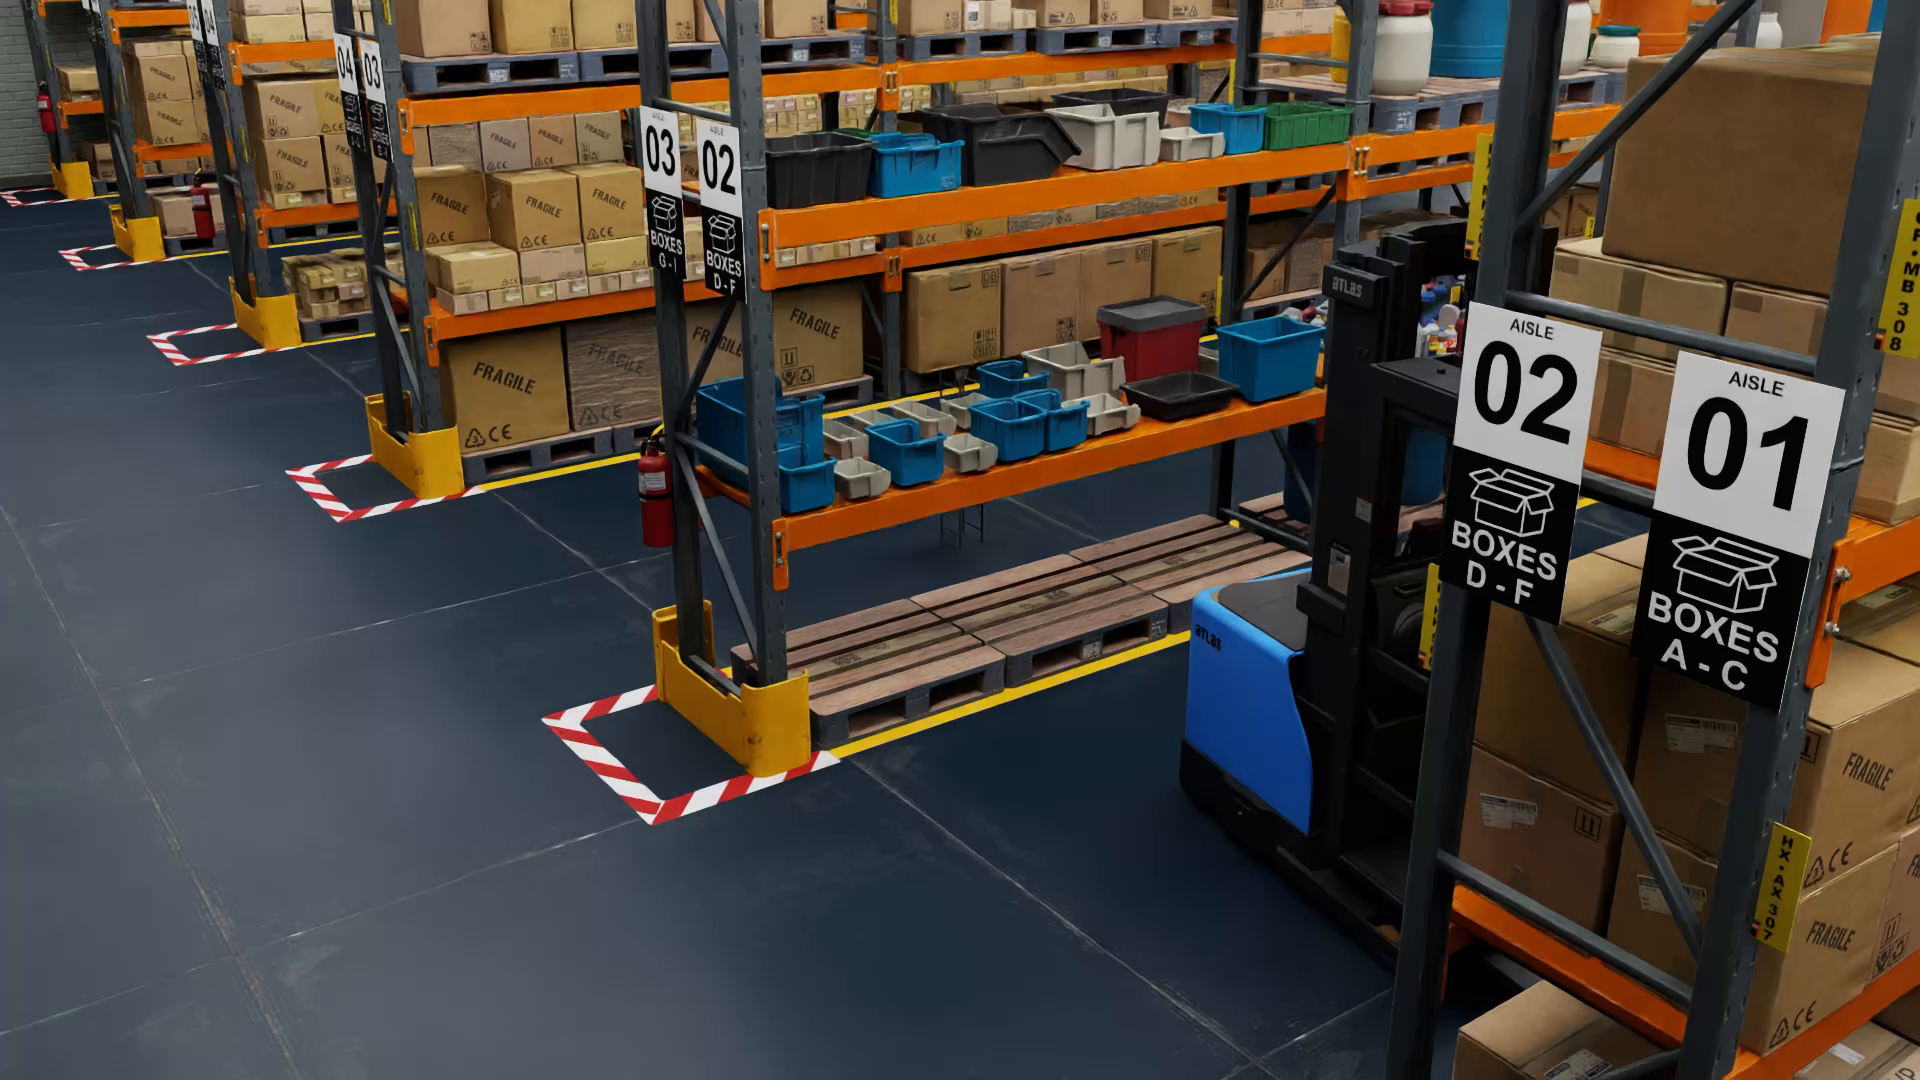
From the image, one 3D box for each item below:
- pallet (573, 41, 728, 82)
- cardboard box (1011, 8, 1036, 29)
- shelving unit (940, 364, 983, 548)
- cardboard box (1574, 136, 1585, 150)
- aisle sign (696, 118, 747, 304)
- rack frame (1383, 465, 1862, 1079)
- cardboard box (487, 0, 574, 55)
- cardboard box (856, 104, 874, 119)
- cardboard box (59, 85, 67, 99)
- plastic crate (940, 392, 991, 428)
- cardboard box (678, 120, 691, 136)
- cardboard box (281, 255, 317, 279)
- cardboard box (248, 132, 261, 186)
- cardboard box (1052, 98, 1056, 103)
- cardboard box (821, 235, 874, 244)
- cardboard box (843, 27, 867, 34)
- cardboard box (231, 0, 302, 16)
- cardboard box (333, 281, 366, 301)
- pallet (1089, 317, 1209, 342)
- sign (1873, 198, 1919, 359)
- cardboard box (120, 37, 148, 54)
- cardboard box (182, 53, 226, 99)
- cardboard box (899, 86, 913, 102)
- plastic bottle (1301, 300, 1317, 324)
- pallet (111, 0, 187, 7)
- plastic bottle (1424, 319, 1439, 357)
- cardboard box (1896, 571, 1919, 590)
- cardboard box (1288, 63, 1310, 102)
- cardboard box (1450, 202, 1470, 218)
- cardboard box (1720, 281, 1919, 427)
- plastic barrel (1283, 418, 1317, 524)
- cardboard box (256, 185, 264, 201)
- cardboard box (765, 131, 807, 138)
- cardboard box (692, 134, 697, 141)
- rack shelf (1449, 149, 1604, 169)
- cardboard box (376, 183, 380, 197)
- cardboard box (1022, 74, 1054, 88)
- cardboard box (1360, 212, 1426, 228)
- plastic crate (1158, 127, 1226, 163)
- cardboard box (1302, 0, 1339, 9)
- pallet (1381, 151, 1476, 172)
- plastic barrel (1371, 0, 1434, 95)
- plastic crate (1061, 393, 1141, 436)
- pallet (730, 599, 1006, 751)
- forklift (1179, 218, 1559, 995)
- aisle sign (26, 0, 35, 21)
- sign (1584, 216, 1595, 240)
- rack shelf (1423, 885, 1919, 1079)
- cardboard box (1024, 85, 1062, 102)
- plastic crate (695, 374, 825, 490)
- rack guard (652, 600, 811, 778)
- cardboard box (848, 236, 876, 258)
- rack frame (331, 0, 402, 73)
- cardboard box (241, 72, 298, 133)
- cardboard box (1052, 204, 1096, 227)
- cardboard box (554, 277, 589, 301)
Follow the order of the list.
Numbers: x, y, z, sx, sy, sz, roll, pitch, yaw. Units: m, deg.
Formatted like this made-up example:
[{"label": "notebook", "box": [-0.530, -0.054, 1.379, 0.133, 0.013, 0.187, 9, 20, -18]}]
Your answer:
[{"label": "pallet", "box": [-2.514, -3.676, 12.633, 1.213, 0.211, 1.003, -15, 26, -33]}, {"label": "cardboard box", "box": [0.442, -4.509, 14.374, 0.250, 0.149, 0.380, -16, 27, -35]}, {"label": "shelving unit", "box": [0.012, -0.560, 11.182, 0.189, 1.200, 0.258, -15, 26, -33]}, {"label": "cardboard box", "box": [6.990, -4.609, 19.239, 0.250, 0.149, 0.380, -15, 26, -33]}, {"label": "aisle sign", "box": [-1.093, -1.507, 7.618, 0.004, 0.787, 0.394, -15, 26, -33]}, {"label": "rack frame", "box": [1.681, 1.087, 4.626, 0.127, 3.000, 1.000, -15, 26, -33]}, {"label": "cardboard box", "box": [-3.183, -3.790, 11.963, 0.500, 0.500, 0.700, -16, 27, -35]}, {"label": "cardboard box", "box": [-1.188, -4.943, 19.107, 0.250, 0.149, 0.380, -15, 26, -33]}, {"label": "cardboard box", "box": [-12.678, -6.404, 23.737, 0.250, 0.149, 0.380, -15, 26, -33]}, {"label": "plastic crate", "box": [0.033, -0.737, 9.470, 0.250, 0.136, 0.298, -15, 26, -33]}, {"label": "cardboard box", "box": [-3.080, -4.438, 17.841, 0.250, 0.149, 0.380, -14, 26, -32]}, {"label": "cardboard box", "box": [-6.634, -2.747, 16.710, 0.250, 0.149, 0.380, -15, 26, -32]}, {"label": "cardboard box", "box": [-6.701, -3.768, 16.255, 0.500, 0.500, 0.500, -14, 26, -32]}, {"label": "cardboard box", "box": [1.259, -3.845, 15.496, 0.637, 0.503, 0.797, -14, 26, -32]}, {"label": "cardboard box", "box": [-1.059, -2.654, 13.802, 0.500, 0.250, 0.500, -15, 26, -34]}, {"label": "cardboard box", "box": [-1.638, -7.353, 24.672, 0.500, 0.500, 0.500, -16, 27, -35]}, {"label": "cardboard box", "box": [-6.400, -4.983, 15.318, 0.500, 0.250, 0.500, -14, 26, -32]}, {"label": "cardboard box", "box": [-6.085, -2.496, 16.483, 0.250, 0.149, 0.380, -15, 26, -33]}, {"label": "pallet", "box": [1.709, -2.183, 16.582, 1.213, 0.211, 1.003, -15, 26, -33]}, {"label": "sign", "box": [1.998, -0.549, 3.499, 0.005, 0.325, 0.100, -15, 26, -33]}, {"label": "cardboard box", "box": [-9.714, -5.826, 19.590, 0.250, 0.149, 0.380, -15, 26, -32]}, {"label": "cardboard box", "box": [-8.917, -5.519, 19.696, 0.500, 0.500, 0.500, -16, 27, -34]}, {"label": "cardboard box", "box": [-0.757, -5.197, 19.343, 0.250, 0.149, 0.380, -15, 26, -33]}, {"label": "plastic bottle", "box": [2.331, -1.462, 11.171, 0.133, 0.283, 0.061, -15, 26, -33]}, {"label": "pallet", "box": [-9.293, -6.392, 19.439, 1.213, 0.211, 1.003, -15, 26, -33]}, {"label": "plastic bottle", "box": [3.044, -1.292, 10.761, 0.097, 0.271, 0.097, 0, 22, 0]}, {"label": "cardboard box", "box": [3.025, 0.337, 5.021, 0.500, 0.500, 0.500, -15, 26, -32]}, {"label": "cardboard box", "box": [4.430, -6.511, 23.464, 0.500, 0.550, 0.875, -15, 26, -33]}, {"label": "cardboard box", "box": [5.988, -3.601, 19.178, 0.500, 0.500, 0.500, -16, 27, -34]}, {"label": "cardboard box", "box": [2.250, -0.502, 4.088, 0.500, 0.250, 0.500, -15, 26, -33]}, {"label": "plastic barrel", "box": [2.490, -0.603, 11.126, 0.708, 0.901, 0.600, -15, 26, -33]}, {"label": "cardboard box", "box": [-6.816, -3.448, 16.328, 0.250, 0.149, 0.380, -15, 26, -33]}, {"label": "cardboard box", "box": [-1.392, -3.150, 14.033, 0.500, 0.500, 0.500, -15, 26, -33]}, {"label": "cardboard box", "box": [-2.859, -4.361, 18.051, 0.250, 0.149, 0.380, -14, 26, -32]}, {"label": "rack shelf", "box": [7.263, -4.591, 19.824, 4.000, 0.370, 1.077, -15, 26, -33]}, {"label": "cardboard box", "box": [-5.899, -3.470, 16.385, 0.250, 0.149, 0.380, -14, 25, -30]}, {"label": "cardboard box", "box": [0.773, -5.967, 20.818, 0.500, 0.500, 0.700, -15, 26, -34]}, {"label": "cardboard box", "box": [4.731, -3.311, 18.426, 0.500, 0.500, 0.700, -15, 26, -33]}, {"label": "plastic crate", "box": [1.228, -2.151, 9.049, 0.466, 0.136, 0.293, -15, 26, -33]}, {"label": "cardboard box", "box": [3.339, -5.431, 16.103, 0.500, 0.500, 0.500, -15, 26, -32]}, {"label": "pallet", "box": [4.935, -4.281, 18.337, 1.213, 0.211, 1.003, -15, 26, -33]}, {"label": "plastic barrel", "box": [2.612, -2.960, 9.970, 0.433, 0.535, 0.433, 0, 22, 0]}, {"label": "plastic crate", "box": [0.801, -0.708, 9.399, 0.466, 0.136, 0.293, -15, 26, -33]}, {"label": "pallet", "box": [-0.516, 0.724, 9.298, 1.213, 0.211, 1.003, -15, 26, -33]}, {"label": "forklift", "box": [2.186, 0.292, 6.711, 1.130, 2.935, 3.031, -10, 24, -24]}, {"label": "aisle sign", "box": [-12.674, -7.473, 22.568, 0.004, 0.787, 0.394, -15, 26, -33]}, {"label": "sign", "box": [4.959, -2.376, 13.083, 0.005, 0.325, 0.100, -15, 26, -33]}, {"label": "rack shelf", "box": [3.305, 0.988, 5.844, 4.000, 0.370, 1.077, -15, 26, -33]}, {"label": "cardboard box", "box": [0.921, -5.423, 20.803, 0.500, 0.500, 0.500, -15, 26, -33]}, {"label": "plastic crate", "box": [-1.046, -0.577, 8.667, 0.499, 0.435, 0.616, -15, 26, -33]}, {"label": "rack guard", "box": [-1.220, 0.766, 8.803, 0.348, 0.500, 1.175, -15, 26, -33]}, {"label": "cardboard box", "box": [-0.910, -2.479, 13.901, 0.250, 0.149, 0.380, -15, 26, -33]}, {"label": "rack frame", "box": [-4.101, -4.681, 10.985, 0.127, 3.000, 1.000, -15, 26, -33]}, {"label": "cardboard box", "box": [-6.689, -4.231, 16.068, 0.500, 0.500, 0.500, -16, 27, -34]}, {"label": "cardboard box", "box": [0.896, -3.162, 15.138, 0.500, 0.500, 0.500, -14, 26, -32]}, {"label": "cardboard box", "box": [-2.994, -1.924, 12.509, 0.250, 0.149, 0.380, -15, 26, -34]}]
